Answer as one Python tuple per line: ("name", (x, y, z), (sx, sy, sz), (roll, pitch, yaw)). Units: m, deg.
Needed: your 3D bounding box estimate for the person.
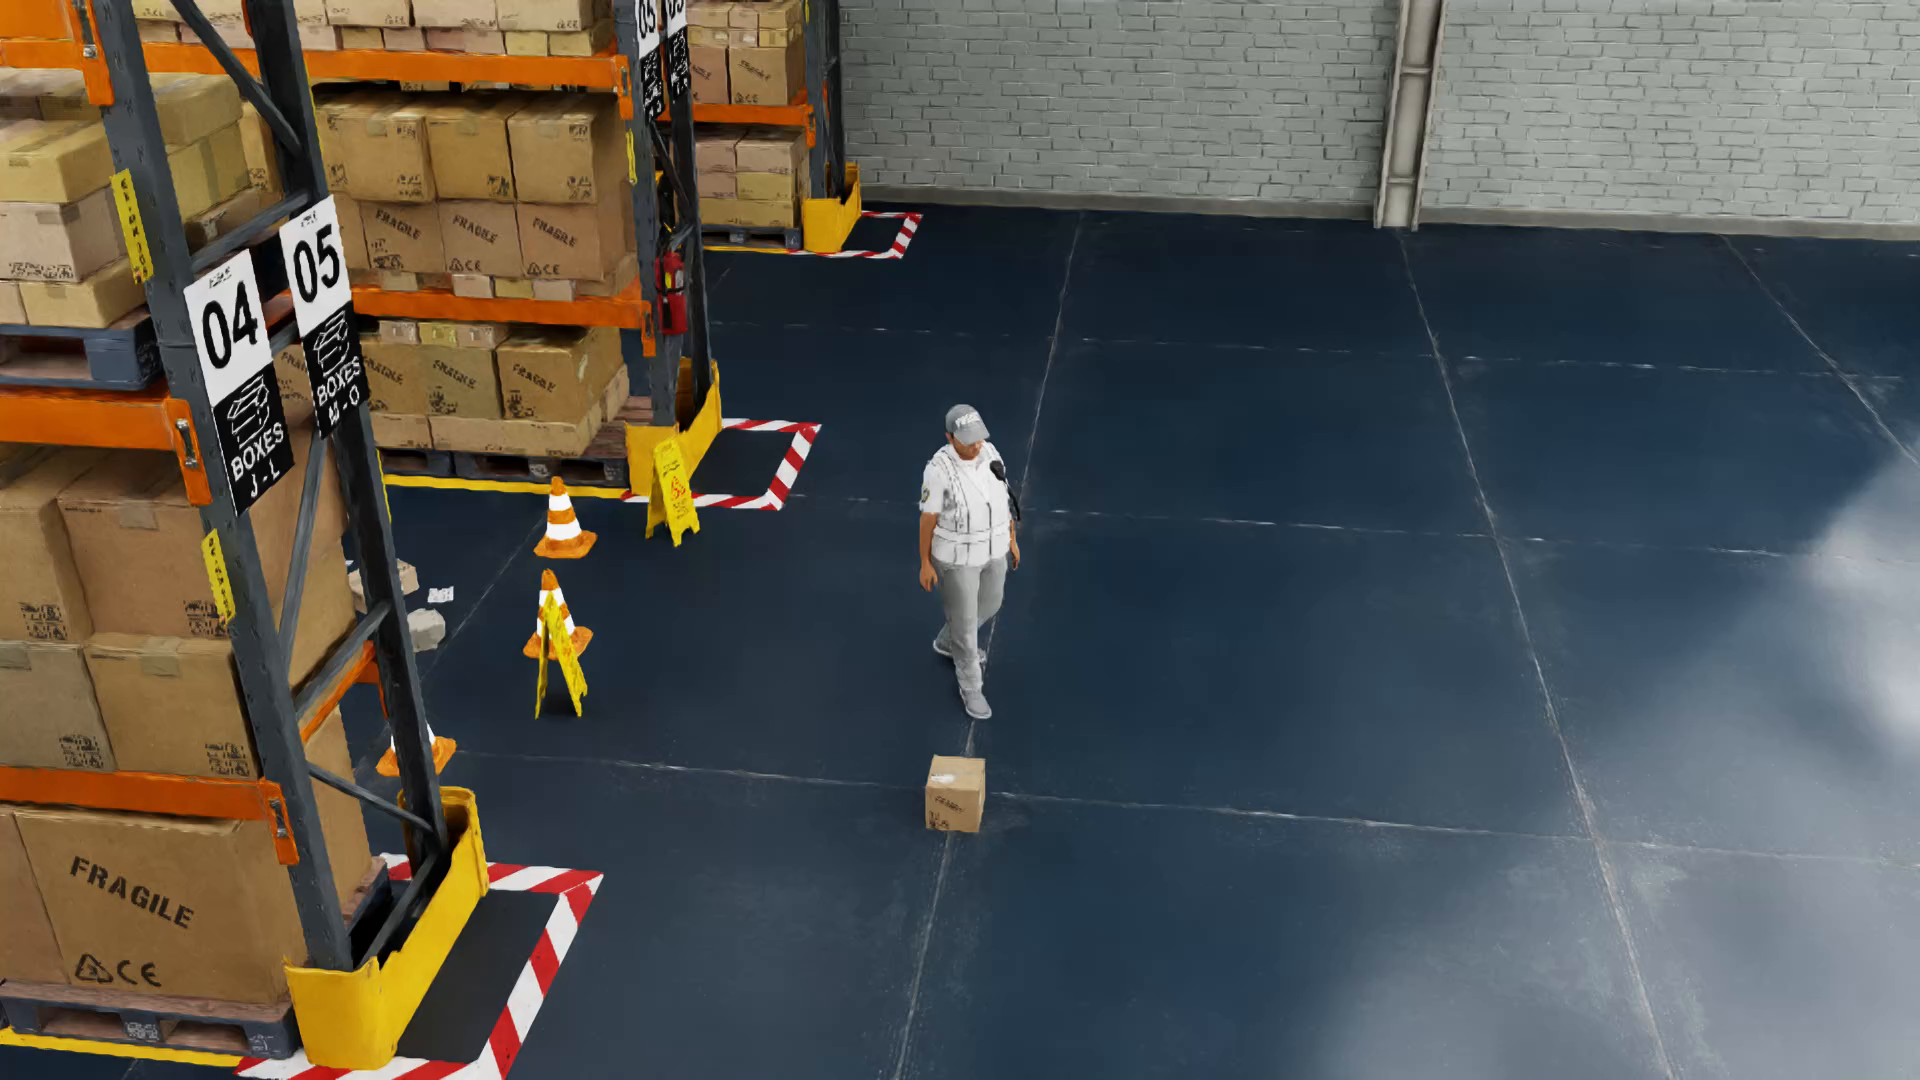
("person", (0.024, 0.056, 8.519), (0.532, 1.660, 0.634), (-21, 35, -34))
